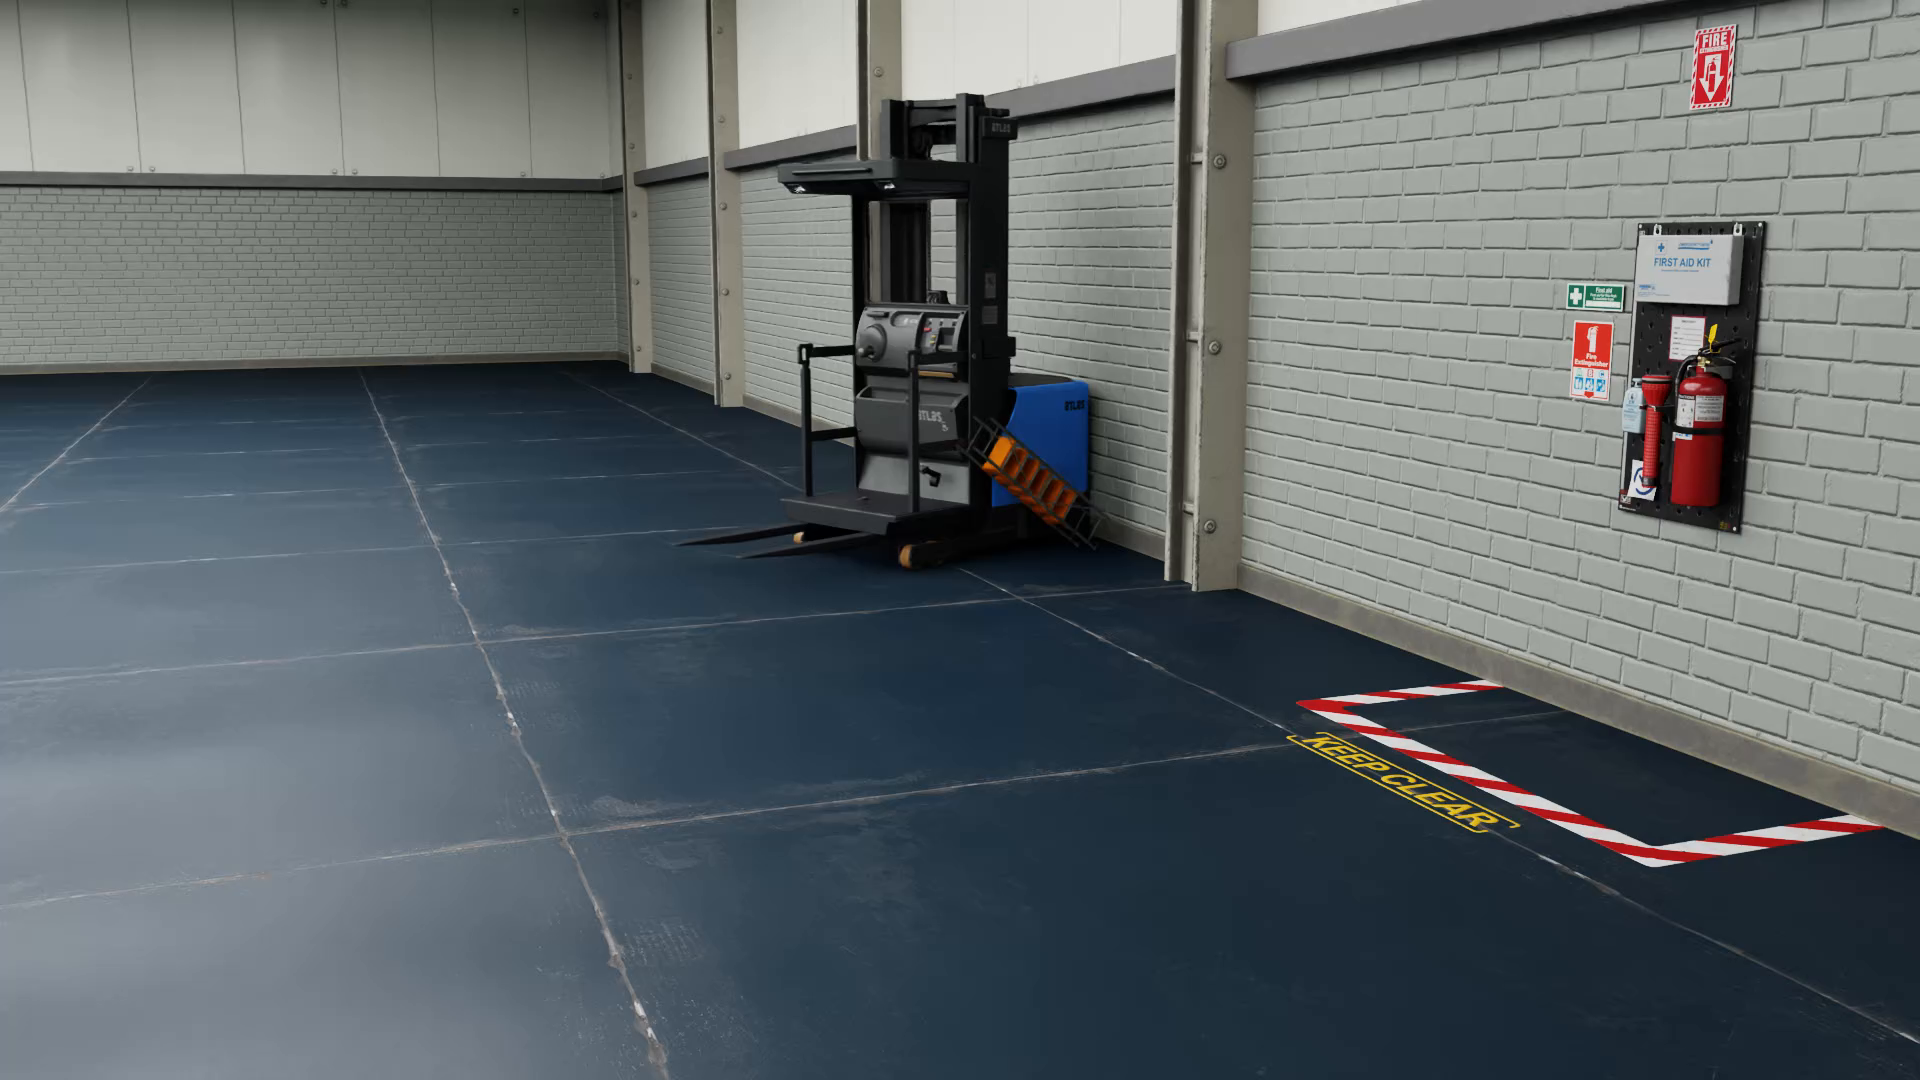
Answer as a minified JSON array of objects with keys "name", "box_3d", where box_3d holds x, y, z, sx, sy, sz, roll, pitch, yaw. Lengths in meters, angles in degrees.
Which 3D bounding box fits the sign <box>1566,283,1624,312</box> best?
[{"name":"sign","box_3d":[2.655,-1.017,6.958,0.001,0.109,0.331,-4,11,-21]}]

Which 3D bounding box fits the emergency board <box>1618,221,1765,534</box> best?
[{"name":"emergency board","box_3d":[2.766,-0.643,6.470,0.194,1.169,0.643,-4,11,-21]}]

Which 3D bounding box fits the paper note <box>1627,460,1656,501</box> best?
[{"name":"paper note","box_3d":[2.766,-0.243,6.735,0.016,0.148,0.142,-4,11,-21]}]

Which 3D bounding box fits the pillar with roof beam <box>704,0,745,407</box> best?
[{"name":"pillar with roof beam","box_3d":[-6.909,-5.856,18.645,9.100,9.000,0.400,-4,11,-21]}]

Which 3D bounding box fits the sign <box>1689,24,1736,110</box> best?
[{"name":"sign","box_3d":[2.856,-1.792,6.310,0.001,0.298,0.199,-4,11,-21]}]

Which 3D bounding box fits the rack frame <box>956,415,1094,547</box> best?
[{"name":"rack frame","box_3d":[0.435,-0.369,10.768,1.200,0.240,0.006,38,-16,-32]}]

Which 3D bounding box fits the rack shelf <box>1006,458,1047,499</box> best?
[{"name":"rack shelf","box_3d":[0.436,-0.400,10.653,0.103,0.258,0.180,38,-16,-32]}]

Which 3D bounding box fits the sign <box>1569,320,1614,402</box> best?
[{"name":"sign","box_3d":[2.662,-0.757,7.011,0.001,0.329,0.234,-4,11,-21]}]

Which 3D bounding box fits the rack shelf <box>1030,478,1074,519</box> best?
[{"name":"rack shelf","box_3d":[0.597,-0.274,10.779,0.103,0.258,0.180,38,-16,-32]}]

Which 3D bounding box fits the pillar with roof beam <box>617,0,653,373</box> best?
[{"name":"pillar with roof beam","box_3d":[-9.084,-6.835,24.151,9.100,9.000,0.400,-4,11,-21]}]

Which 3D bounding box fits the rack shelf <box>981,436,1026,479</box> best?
[{"name":"rack shelf","box_3d":[0.275,-0.526,10.528,0.103,0.258,0.180,38,-16,-32]}]

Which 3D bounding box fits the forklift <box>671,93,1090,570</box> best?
[{"name":"forklift","box_3d":[-0.466,-1.354,10.665,1.130,2.935,3.031,9,14,42]}]

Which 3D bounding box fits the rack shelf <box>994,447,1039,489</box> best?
[{"name":"rack shelf","box_3d":[0.356,-0.463,10.590,0.103,0.258,0.180,38,-16,-32]}]

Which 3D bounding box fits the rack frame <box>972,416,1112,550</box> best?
[{"name":"rack frame","box_3d":[0.538,-0.351,10.618,1.200,0.240,0.006,38,-16,-32]}]

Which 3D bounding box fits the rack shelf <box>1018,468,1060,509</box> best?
[{"name":"rack shelf","box_3d":[0.517,-0.337,10.716,0.103,0.258,0.180,38,-16,-32]}]

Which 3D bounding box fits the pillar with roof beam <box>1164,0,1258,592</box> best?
[{"name":"pillar with roof beam","box_3d":[-2.561,-3.897,7.634,9.100,9.000,0.400,-4,11,-21]}]

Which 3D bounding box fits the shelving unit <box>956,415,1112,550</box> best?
[{"name":"shelving unit","box_3d":[0.487,-0.360,10.693,1.200,0.258,0.189,38,-16,-32]}]

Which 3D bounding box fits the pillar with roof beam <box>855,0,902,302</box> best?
[{"name":"pillar with roof beam","box_3d":[-4.735,-4.876,13.139,9.100,9.000,0.400,-4,11,-21]}]

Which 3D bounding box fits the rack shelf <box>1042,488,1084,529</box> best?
[{"name":"rack shelf","box_3d":[0.678,-0.210,10.842,0.103,0.258,0.180,38,-16,-32]}]
